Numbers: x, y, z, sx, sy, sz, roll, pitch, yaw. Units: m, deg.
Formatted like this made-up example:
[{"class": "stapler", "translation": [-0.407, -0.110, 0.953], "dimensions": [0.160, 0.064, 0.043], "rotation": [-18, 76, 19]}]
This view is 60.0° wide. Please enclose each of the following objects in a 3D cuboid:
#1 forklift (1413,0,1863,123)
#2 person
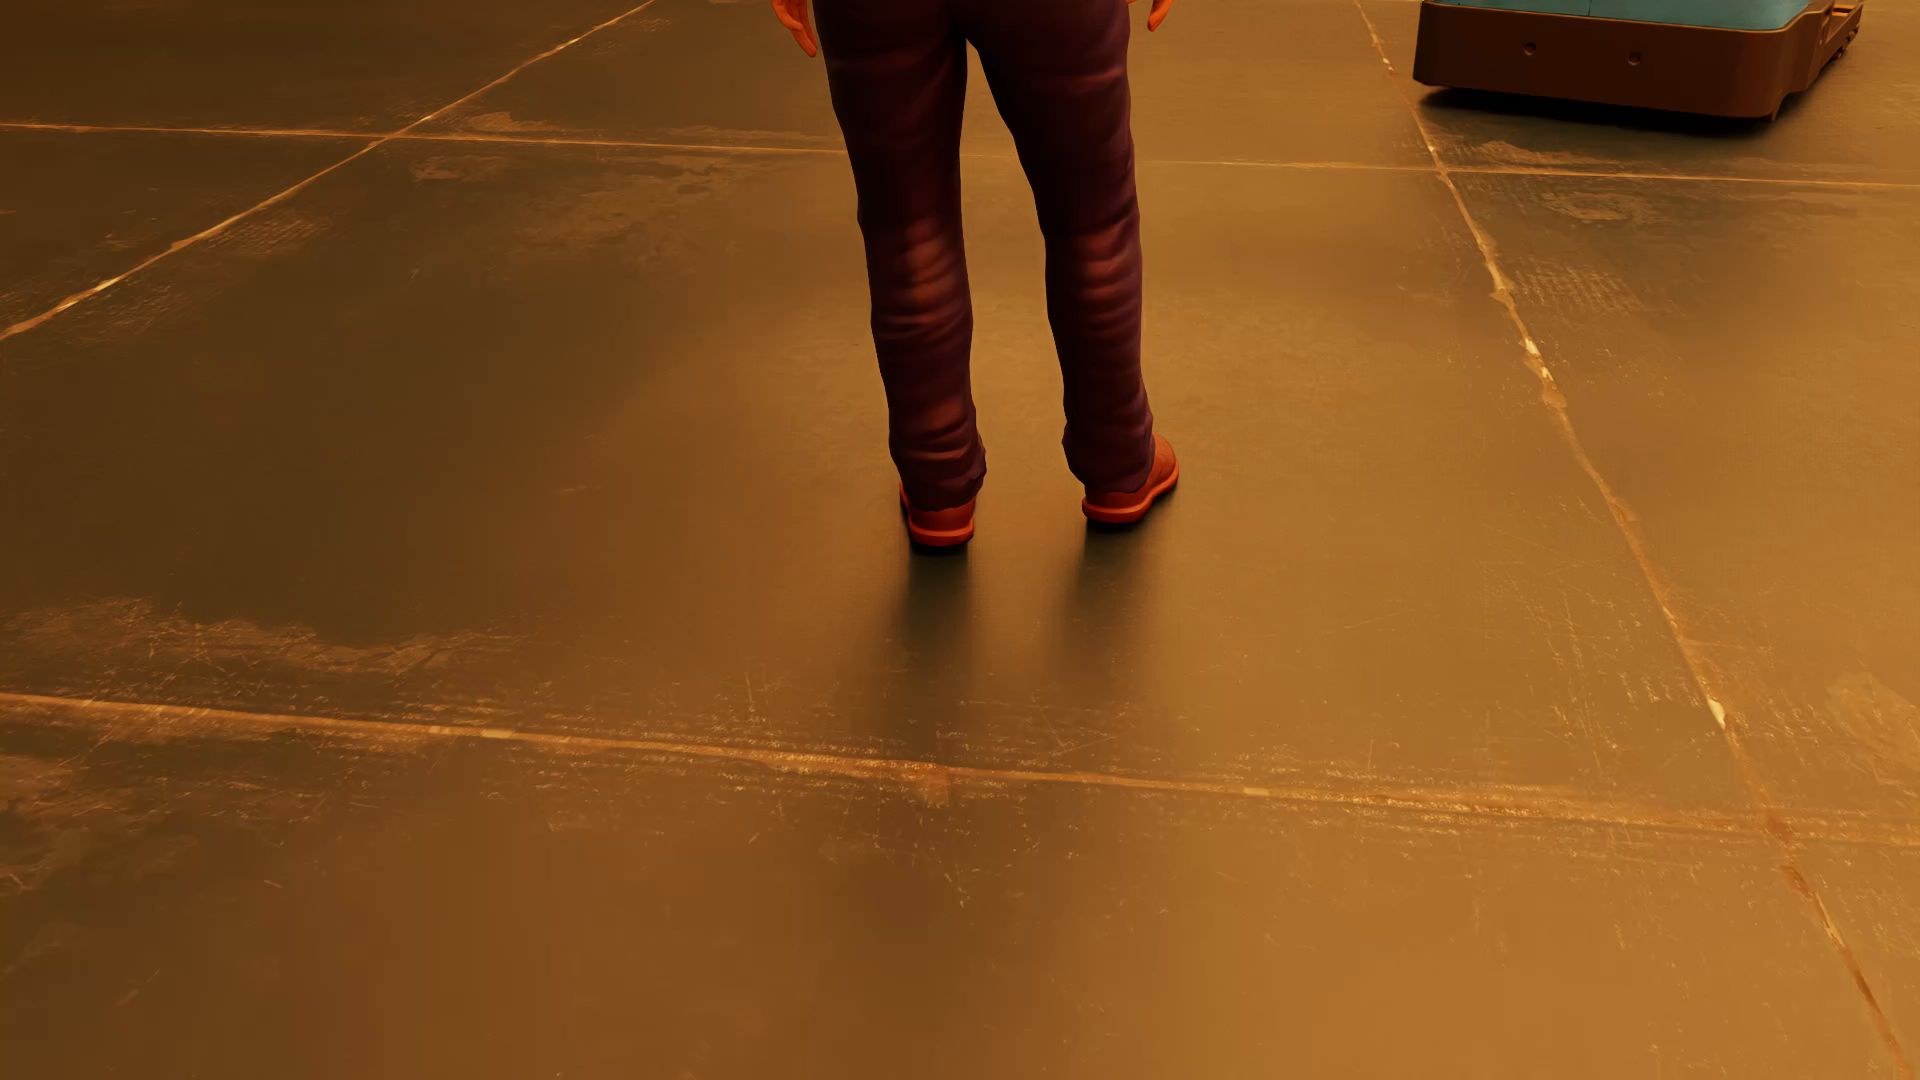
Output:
[{"class": "forklift", "translation": [2.648, -3.132, 5.494], "dimensions": [1.130, 2.935, 3.031], "rotation": [16, 31, 29]}, {"class": "person", "translation": [0.035, -0.776, 2.209], "dimensions": [0.598, 1.638, 0.502], "rotation": [3, 27, 7]}]
